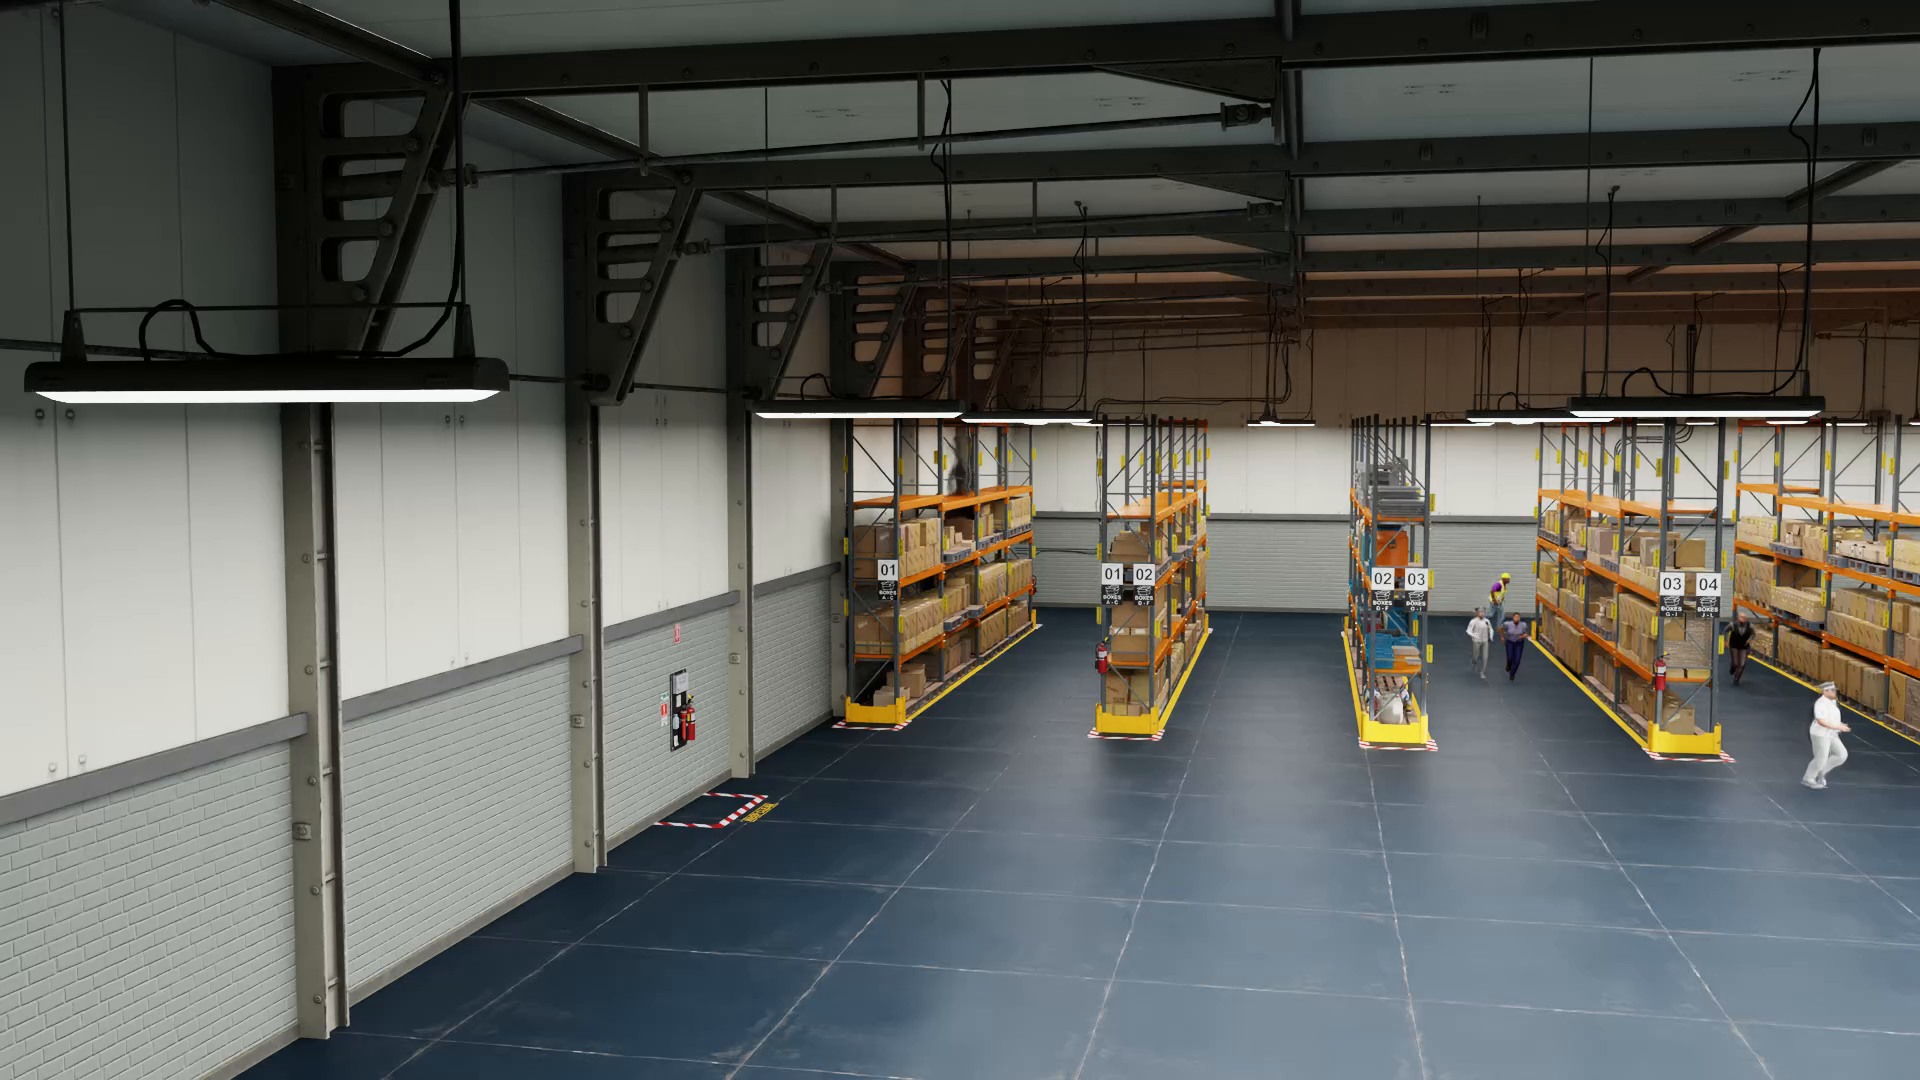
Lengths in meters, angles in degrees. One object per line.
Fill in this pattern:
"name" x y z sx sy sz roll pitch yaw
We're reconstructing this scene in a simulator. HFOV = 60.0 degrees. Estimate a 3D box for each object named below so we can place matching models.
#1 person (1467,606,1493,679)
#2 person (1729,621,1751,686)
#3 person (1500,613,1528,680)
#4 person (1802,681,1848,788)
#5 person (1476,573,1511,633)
"person" 5.982 1.477 39.849 12.772 3.175 3.412 0 4 2
"person" 17.491 2.528 37.348 0.446 1.459 0.614 1 4 10
"person" 16.969 2.746 33.106 10.458 1.577 9.048 1 4 8
"person" 13.745 3.083 26.423 0.453 1.733 0.620 -3 5 -39
"person" 15.075 1.773 46.966 0.973 1.708 0.683 2 4 32
